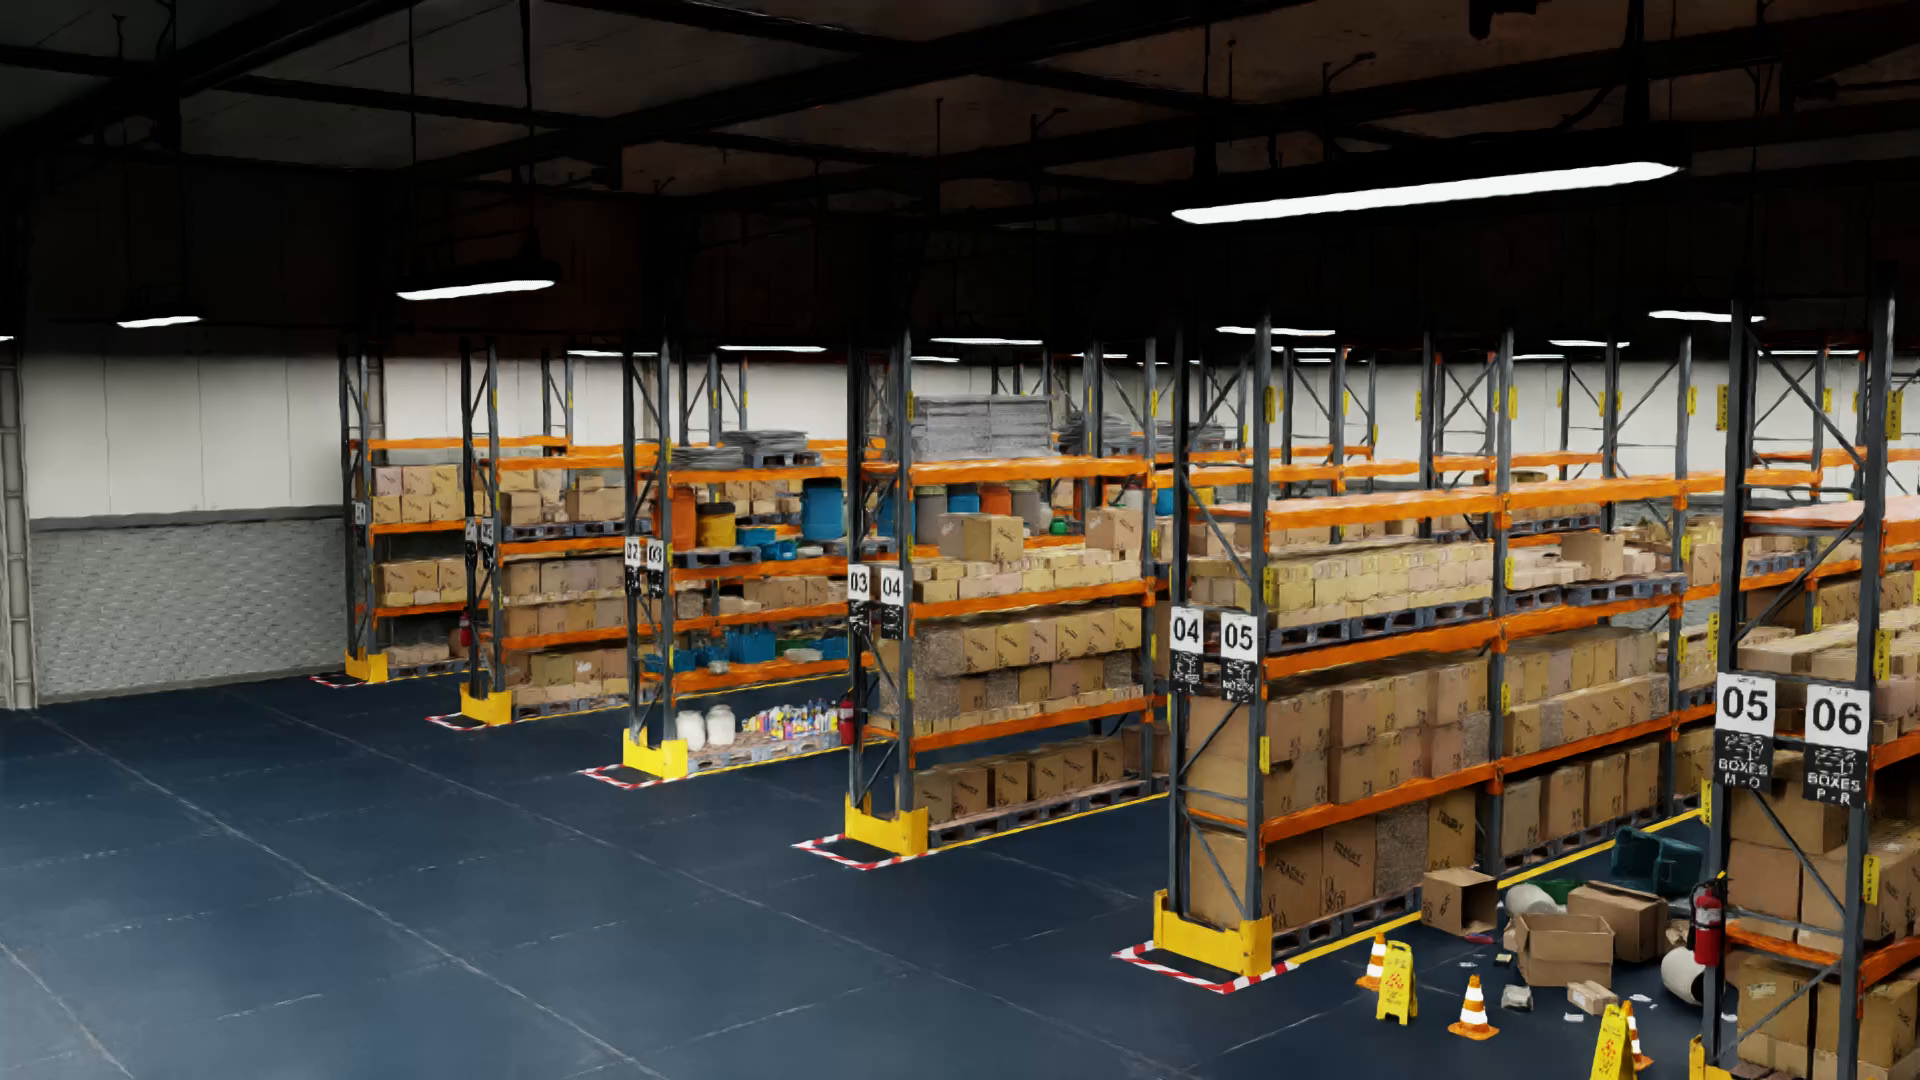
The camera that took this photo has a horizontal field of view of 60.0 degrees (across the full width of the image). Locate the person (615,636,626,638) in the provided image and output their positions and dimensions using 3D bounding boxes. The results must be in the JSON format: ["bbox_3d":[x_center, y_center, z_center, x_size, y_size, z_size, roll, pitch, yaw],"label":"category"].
[{"bbox_3d":[-6.241,1.625,30.425,1.097,1.585,0.449,-5,7,-43],"label":"person"}]

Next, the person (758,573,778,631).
[{"bbox_3d":[-3.739,1.441,32.655,0.507,1.619,0.598,-5,7,-44],"label":"person"}]
